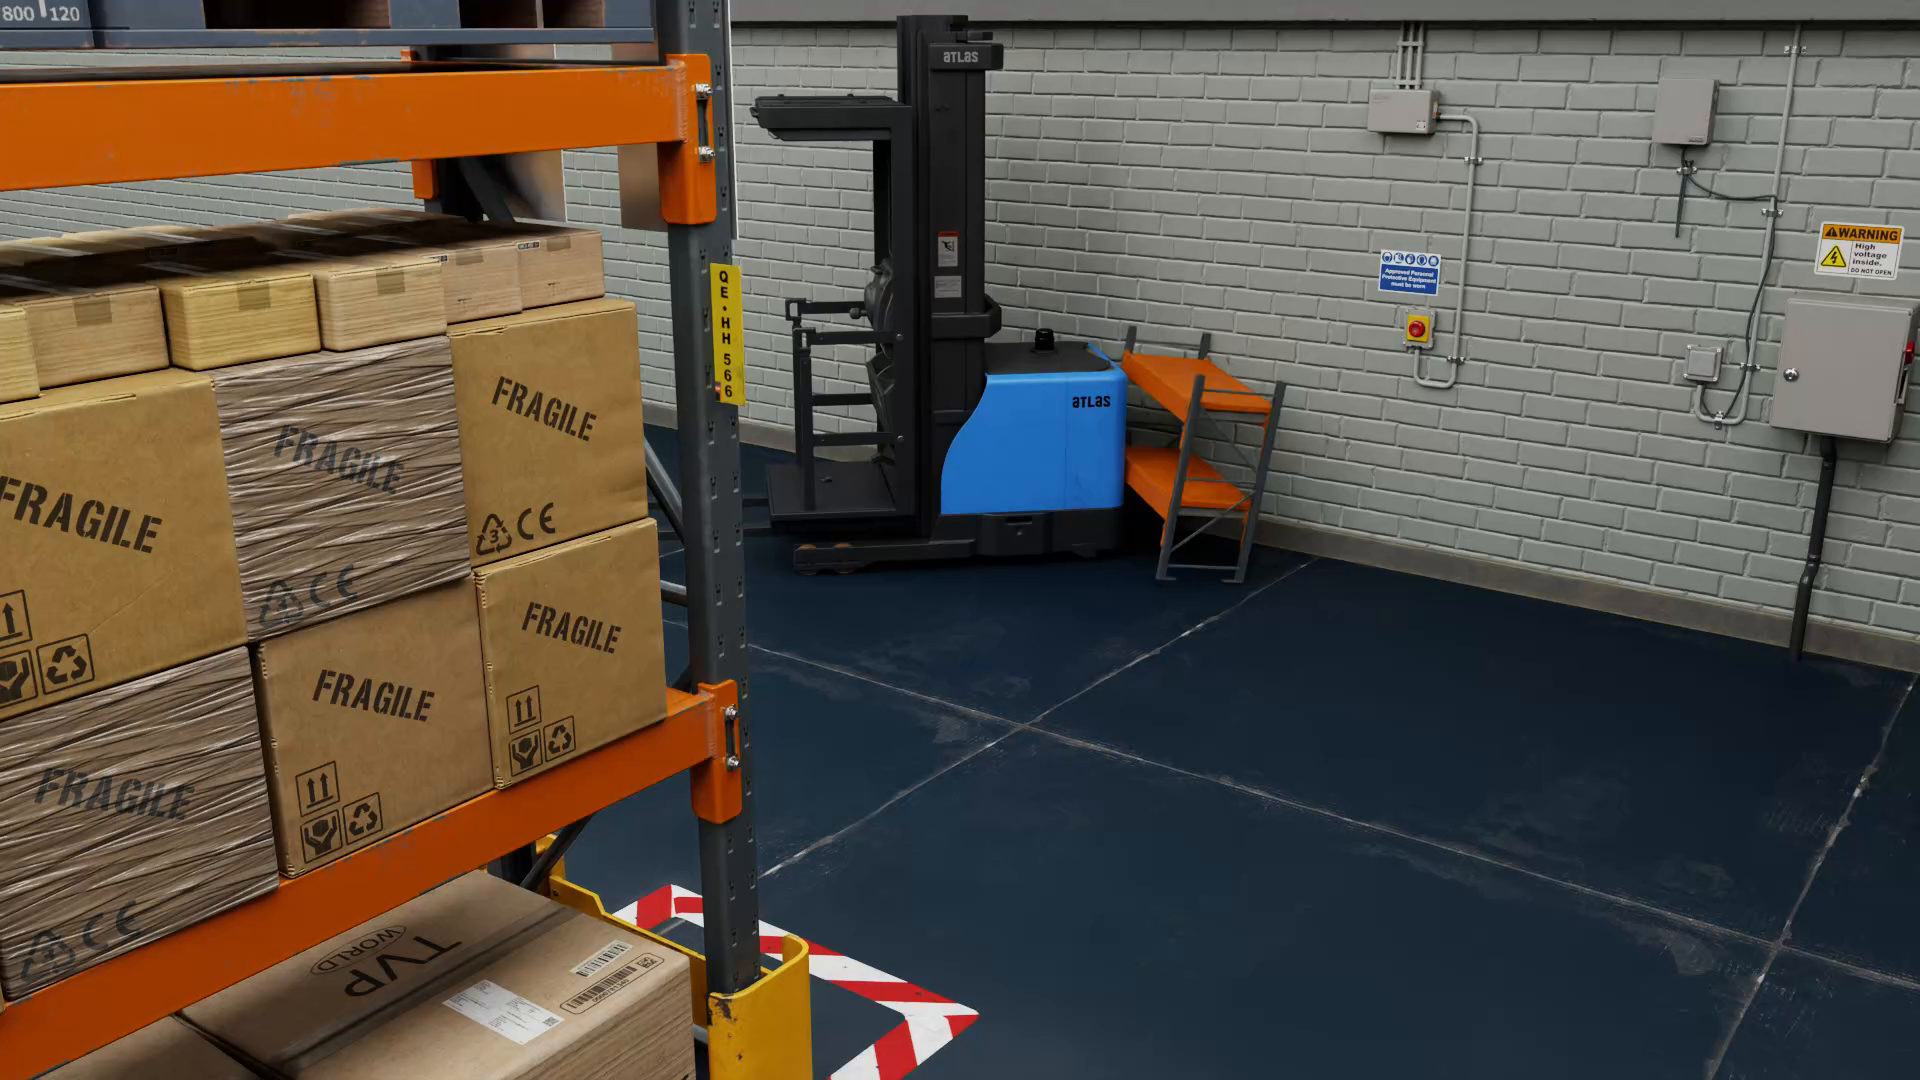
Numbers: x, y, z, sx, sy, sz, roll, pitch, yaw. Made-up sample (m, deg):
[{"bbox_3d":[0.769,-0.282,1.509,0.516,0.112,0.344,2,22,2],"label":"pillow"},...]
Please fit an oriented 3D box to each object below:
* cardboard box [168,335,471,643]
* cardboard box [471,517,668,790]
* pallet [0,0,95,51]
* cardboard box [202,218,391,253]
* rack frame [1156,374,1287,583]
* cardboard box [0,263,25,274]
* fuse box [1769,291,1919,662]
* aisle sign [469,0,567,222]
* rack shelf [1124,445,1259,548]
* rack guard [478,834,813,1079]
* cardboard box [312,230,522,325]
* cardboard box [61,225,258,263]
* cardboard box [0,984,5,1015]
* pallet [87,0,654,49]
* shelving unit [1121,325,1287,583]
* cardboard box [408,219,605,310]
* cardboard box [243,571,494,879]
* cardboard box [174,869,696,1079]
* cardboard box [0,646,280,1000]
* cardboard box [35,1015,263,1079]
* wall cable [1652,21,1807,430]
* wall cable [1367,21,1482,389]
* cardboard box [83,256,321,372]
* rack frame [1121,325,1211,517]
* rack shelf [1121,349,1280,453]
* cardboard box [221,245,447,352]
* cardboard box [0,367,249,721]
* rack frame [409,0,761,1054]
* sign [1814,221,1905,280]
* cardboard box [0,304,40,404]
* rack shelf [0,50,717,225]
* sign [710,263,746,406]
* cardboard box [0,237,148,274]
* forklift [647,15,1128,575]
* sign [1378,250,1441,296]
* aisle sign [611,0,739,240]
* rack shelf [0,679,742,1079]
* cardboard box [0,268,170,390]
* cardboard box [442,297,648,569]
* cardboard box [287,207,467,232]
[{"bbox_3d":[-1.354,-0.149,3.311,0.500,0.500,0.500,13,21,35],"label":"cardboard box"},{"bbox_3d":[-1.045,0.204,3.862,0.500,0.500,0.500,13,21,35],"label":"cardboard box"},{"bbox_3d":[-2.130,-0.830,2.451,1.003,0.211,1.213,12,21,35],"label":"pallet"},{"bbox_3d":[-1.503,-0.635,3.782,0.380,0.149,0.250,13,22,36],"label":"cardboard box"},{"bbox_3d":[1.366,-0.307,8.729,0.500,1.125,0.032,3,20,-16],"label":"rack frame"},{"bbox_3d":[-2.006,-0.455,3.204,0.380,0.149,0.250,13,21,35],"label":"cardboard box"},{"bbox_3d":[3.971,-0.236,7.619,0.539,1.711,0.414,12,21,35],"label":"fuse box"},{"bbox_3d":[-1.160,-1.220,4.232,0.394,0.787,0.004,12,21,35],"label":"aisle sign"},{"bbox_3d":[1.206,-0.262,9.268,0.538,0.278,1.000,3,20,-16],"label":"rack shelf"},{"bbox_3d":[-0.956,1.278,4.786,1.175,0.500,0.348,12,21,35],"label":"rack guard"},{"bbox_3d":[-1.155,-0.560,3.540,0.380,0.149,0.250,13,21,36],"label":"cardboard box"},{"bbox_3d":[-1.750,-0.593,3.647,0.380,0.149,0.250,13,22,36],"label":"cardboard box"},{"bbox_3d":[-1.952,0.570,2.682,0.500,0.500,0.500,13,22,36],"label":"cardboard box"},{"bbox_3d":[-1.404,-1.122,3.390,1.003,0.211,1.213,12,21,35],"label":"pallet"},{"bbox_3d":[1.241,-0.490,9.187,0.538,1.125,1.048,3,20,-16],"label":"shelving unit"},{"bbox_3d":[-1.023,-0.624,3.749,0.380,0.149,0.250,13,21,35],"label":"cardboard box"},{"bbox_3d":[-1.356,0.320,3.485,0.500,0.500,0.500,12,21,34],"label":"cardboard box"},{"bbox_3d":[-1.283,1.288,4.152,0.875,0.438,0.875,12,21,33],"label":"cardboard box"},{"bbox_3d":[-1.654,0.445,3.085,0.500,0.500,0.500,13,22,36],"label":"cardboard box"},{"bbox_3d":[-1.821,1.507,3.445,0.875,0.438,0.875,13,22,36],"label":"cardboard box"},{"bbox_3d":[3.517,-1.495,7.786,0.588,1.984,0.122,12,21,35],"label":"wall cable"},{"bbox_3d":[2.371,-1.758,8.580,0.585,1.953,0.123,12,21,35],"label":"wall cable"},{"bbox_3d":[-1.424,-0.431,3.125,0.380,0.149,0.250,13,21,36],"label":"cardboard box"},{"bbox_3d":[1.115,-0.672,9.644,0.500,1.125,0.032,3,20,-16],"label":"rack frame"},{"bbox_3d":[1.283,-0.763,9.089,0.538,0.278,1.000,3,20,-16],"label":"rack shelf"},{"bbox_3d":[-1.241,-0.483,3.294,0.380,0.149,0.250,12,21,34],"label":"cardboard box"},{"bbox_3d":[-1.651,-0.032,2.934,0.500,0.500,0.500,12,21,34],"label":"cardboard box"},{"bbox_3d":[-0.970,0.090,4.397,1.000,3.000,0.127,12,21,35],"label":"rack frame"},{"bbox_3d":[4.050,-1.305,7.496,0.339,0.242,0.001,12,21,35],"label":"sign"},{"bbox_3d":[-1.739,-0.311,2.739,0.380,0.149,0.250,13,22,36],"label":"cardboard box"},{"bbox_3d":[-2.162,-0.523,2.525,1.077,0.370,4.000,12,21,35],"label":"rack shelf"},{"bbox_3d":[-0.542,-0.477,3.871,0.100,0.325,0.005,12,21,35],"label":"sign"},{"bbox_3d":[-1.892,-0.527,3.435,0.380,0.149,0.250,12,21,33],"label":"cardboard box"},{"bbox_3d":[-0.624,-1.374,9.225,3.031,2.935,1.130,-2,17,-8],"label":"forklift"},{"bbox_3d":[2.369,-1.410,8.770,0.327,0.218,0.001,12,21,35],"label":"sign"},{"bbox_3d":[-0.678,-1.114,3.890,0.394,0.787,0.004,12,21,35],"label":"aisle sign"},{"bbox_3d":[-2.162,0.910,2.970,1.077,0.370,4.000,12,21,35],"label":"rack shelf"},{"bbox_3d":[-1.637,-0.381,2.964,0.380,0.149,0.250,12,21,34],"label":"cardboard box"},{"bbox_3d":[-1.066,-0.279,3.729,0.500,0.500,0.500,13,22,36],"label":"cardboard box"},{"bbox_3d":[-1.404,-0.710,4.023,0.380,0.149,0.250,13,21,36],"label":"cardboard box"}]
